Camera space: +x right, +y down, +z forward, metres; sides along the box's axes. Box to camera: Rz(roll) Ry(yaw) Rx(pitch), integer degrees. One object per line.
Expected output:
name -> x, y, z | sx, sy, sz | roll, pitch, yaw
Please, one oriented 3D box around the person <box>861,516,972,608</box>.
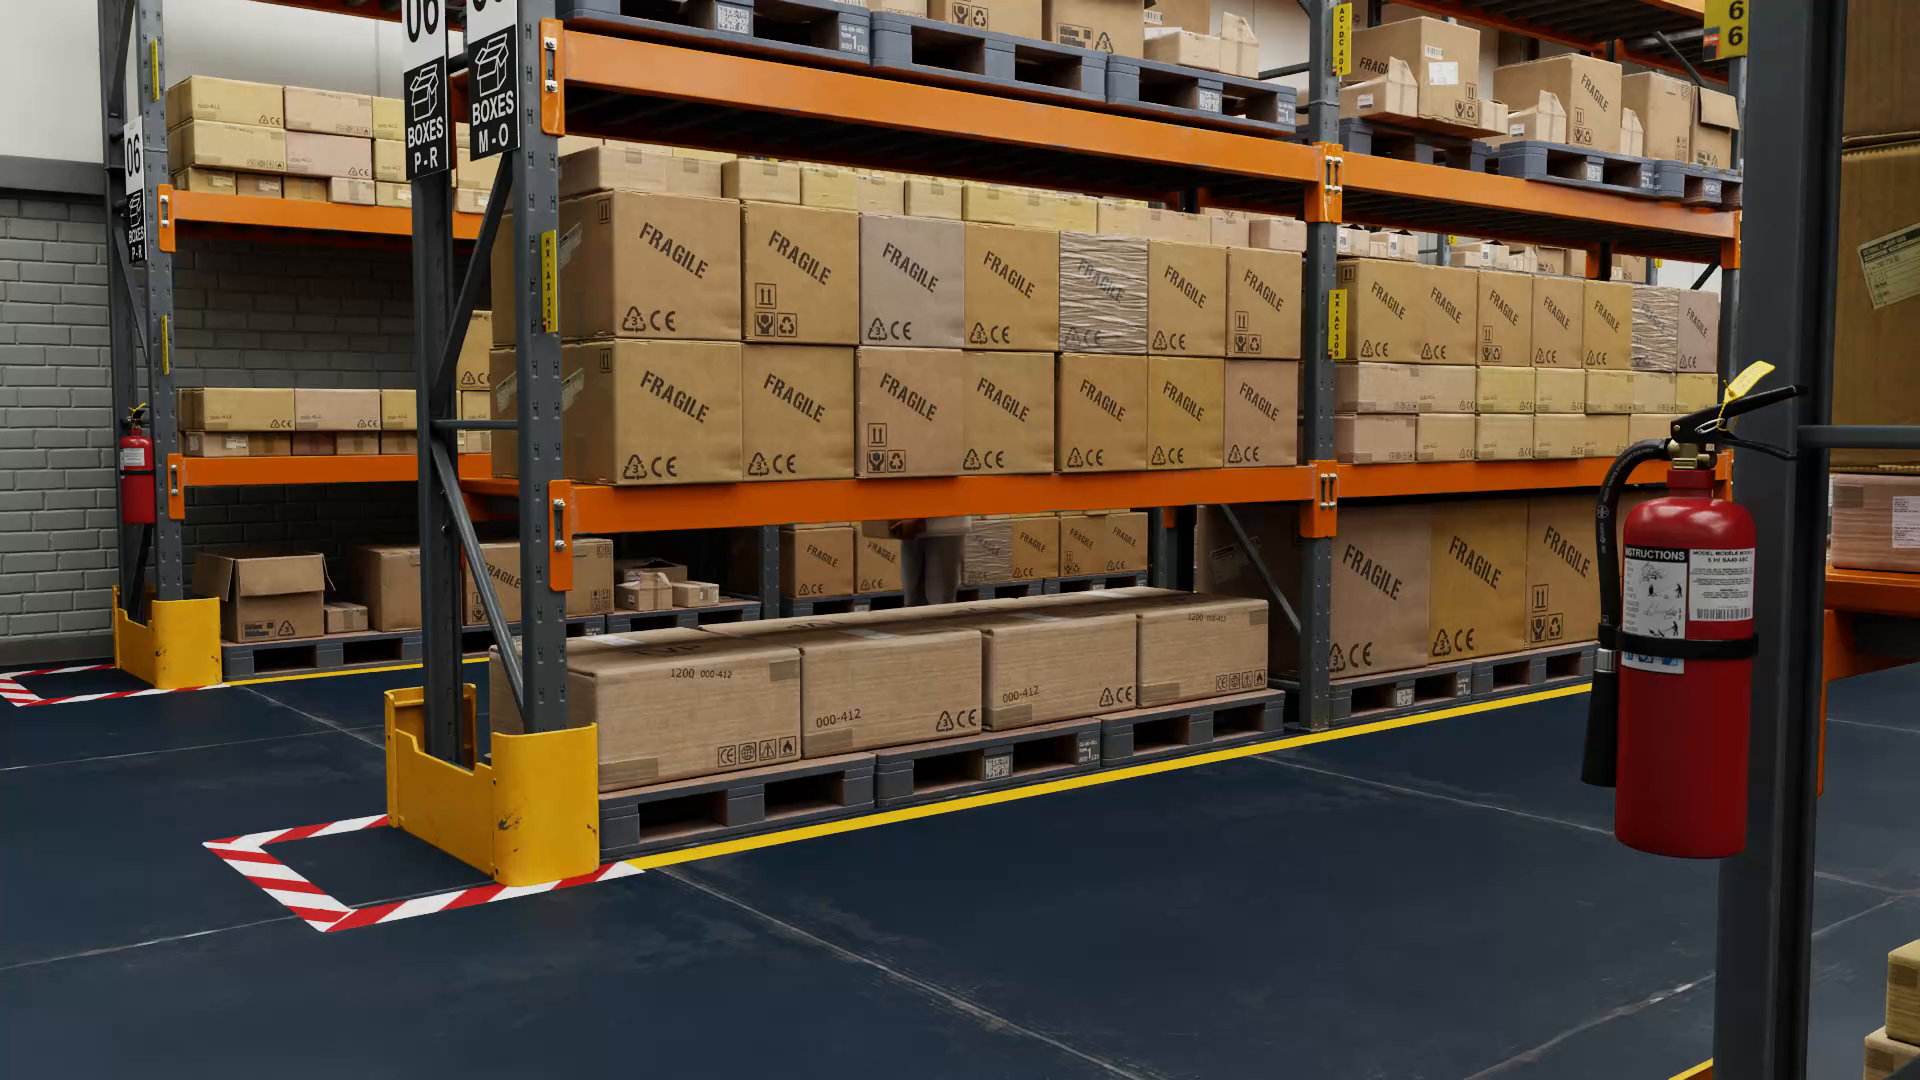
person -> -0.215, -0.014, 9.054 | 0.578, 1.761, 0.504 | -3, 5, -38
